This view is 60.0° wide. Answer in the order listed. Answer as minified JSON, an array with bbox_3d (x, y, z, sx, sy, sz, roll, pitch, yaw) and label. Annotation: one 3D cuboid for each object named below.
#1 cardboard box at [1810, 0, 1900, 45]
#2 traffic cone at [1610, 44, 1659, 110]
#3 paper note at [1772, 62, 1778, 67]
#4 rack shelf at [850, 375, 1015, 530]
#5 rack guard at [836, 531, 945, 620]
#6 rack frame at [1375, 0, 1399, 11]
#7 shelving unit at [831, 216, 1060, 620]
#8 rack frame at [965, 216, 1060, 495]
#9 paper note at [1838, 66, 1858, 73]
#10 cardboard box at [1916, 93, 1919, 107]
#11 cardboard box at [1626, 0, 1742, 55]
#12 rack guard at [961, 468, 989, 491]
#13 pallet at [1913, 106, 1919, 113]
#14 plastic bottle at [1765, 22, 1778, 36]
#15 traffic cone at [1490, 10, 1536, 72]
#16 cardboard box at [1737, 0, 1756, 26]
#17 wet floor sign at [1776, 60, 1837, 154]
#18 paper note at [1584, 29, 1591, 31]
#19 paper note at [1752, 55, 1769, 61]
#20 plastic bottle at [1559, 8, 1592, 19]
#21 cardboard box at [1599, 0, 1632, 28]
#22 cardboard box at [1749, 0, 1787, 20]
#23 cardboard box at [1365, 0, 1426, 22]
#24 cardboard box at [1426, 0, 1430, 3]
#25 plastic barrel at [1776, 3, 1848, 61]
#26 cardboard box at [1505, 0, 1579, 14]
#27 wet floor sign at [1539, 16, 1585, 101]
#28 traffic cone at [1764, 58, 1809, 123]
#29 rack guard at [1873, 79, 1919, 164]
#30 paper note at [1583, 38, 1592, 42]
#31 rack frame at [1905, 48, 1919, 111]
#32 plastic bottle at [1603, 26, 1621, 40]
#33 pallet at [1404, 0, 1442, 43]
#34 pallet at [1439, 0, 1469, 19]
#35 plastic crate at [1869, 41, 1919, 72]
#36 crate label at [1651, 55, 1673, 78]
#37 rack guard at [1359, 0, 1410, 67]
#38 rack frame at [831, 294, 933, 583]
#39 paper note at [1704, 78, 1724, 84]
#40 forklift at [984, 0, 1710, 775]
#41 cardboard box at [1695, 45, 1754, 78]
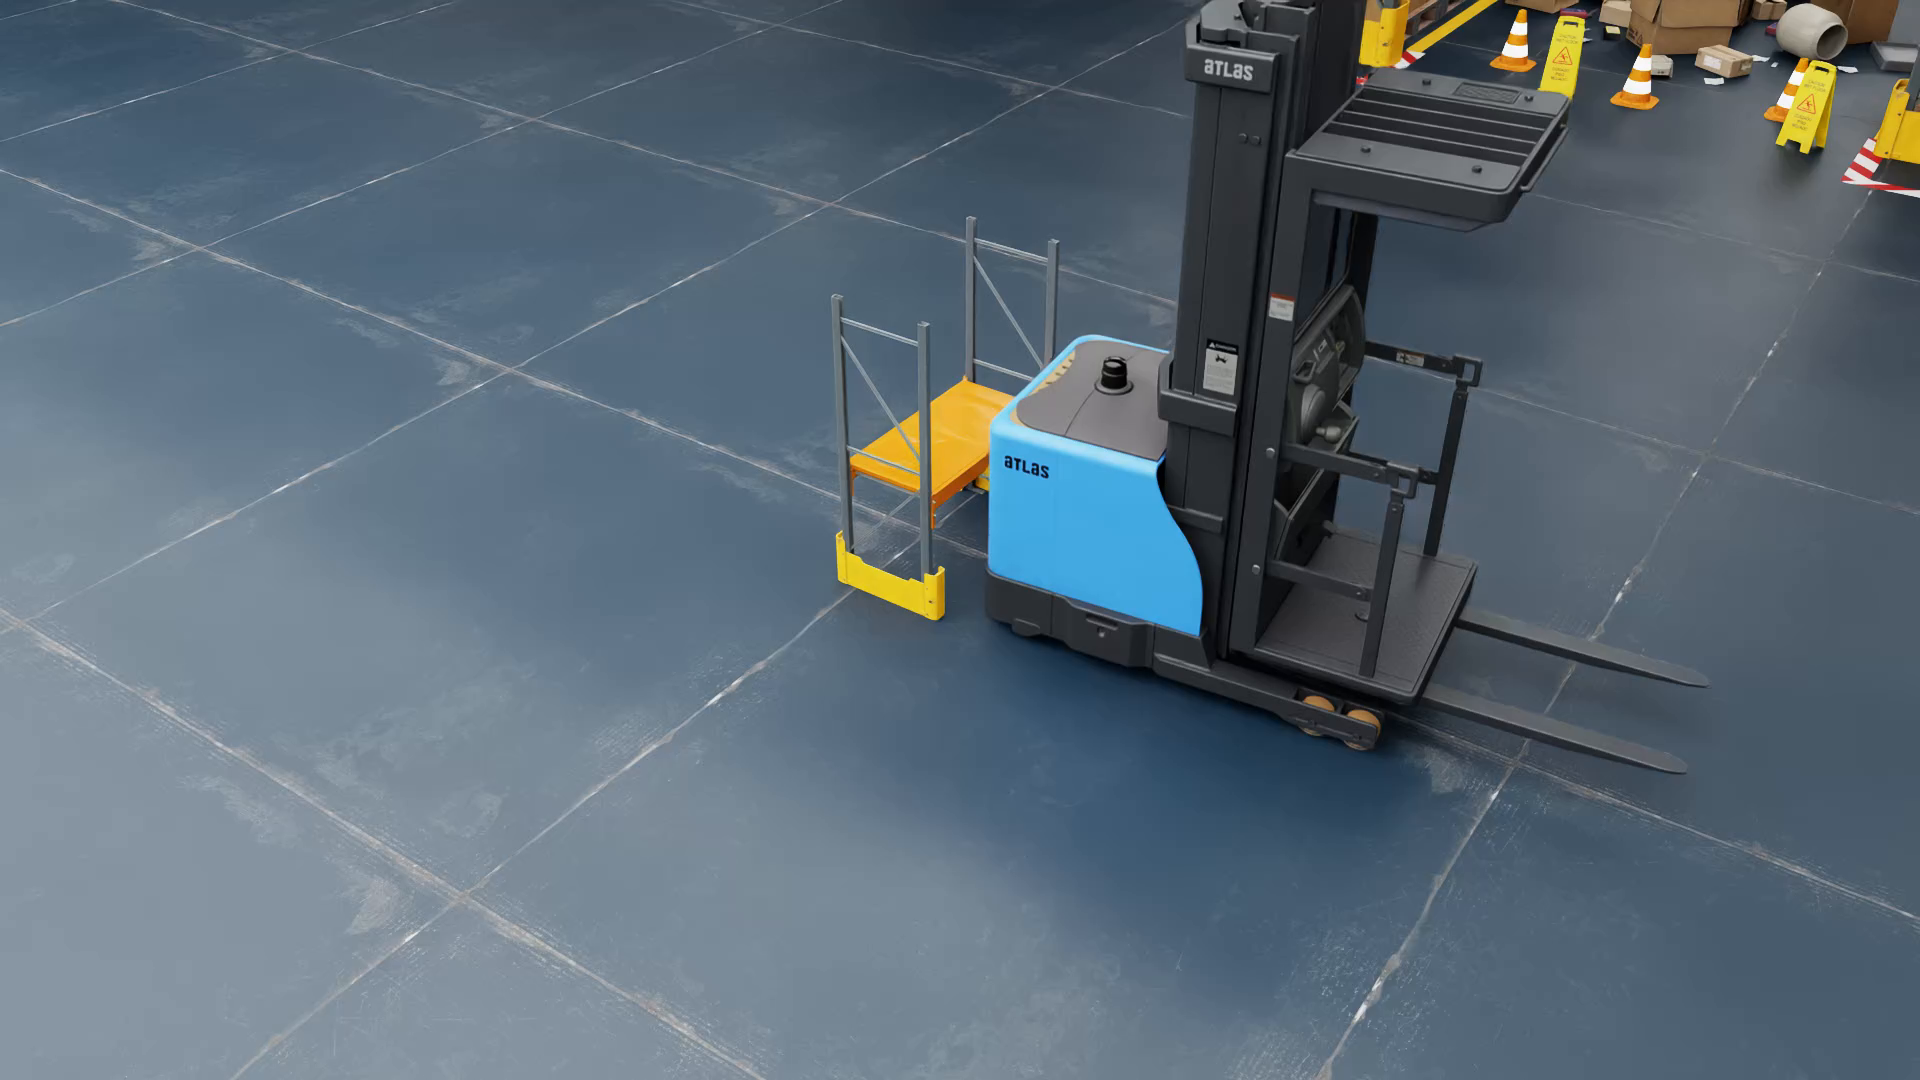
[{"bbox_3d":[7.958,-4.749,14.823,0.500,0.500,0.500,-9,35,-13],"label":"cardboard box"},{"bbox_3d":[5.486,-3.758,13.394,0.336,0.463,0.334,21,39,28],"label":"traffic cone"},{"bbox_3d":[6.995,-4.081,14.276,0.032,0.001,0.123,21,39,28],"label":"paper note"},{"bbox_3d":[-0.049,-0.433,7.873,0.538,0.185,1.000,21,39,28],"label":"rack shelf"},{"bbox_3d":[-0.327,0.161,7.789,0.587,0.250,0.087,21,39,28],"label":"rack guard"},{"bbox_3d":[3.282,-5.535,13.758,1.000,3.000,0.127,21,39,28],"label":"rack frame"},{"bbox_3d":[-0.043,-0.586,7.778,0.587,1.500,1.083,21,39,28],"label":"shelving unit"},{"bbox_3d":[0.241,-0.816,8.118,0.500,1.500,0.032,21,39,28],"label":"rack frame"},{"bbox_3d":[7.563,-4.013,14.156,0.142,0.019,0.148,8,35,12],"label":"paper note"},{"bbox_3d":[7.660,-3.505,12.834,0.500,0.250,0.500,21,39,28],"label":"cardboard box"},{"bbox_3d":[6.328,-4.584,14.579,0.797,0.503,0.637,-3,34,-4],"label":"cardboard box"},{"bbox_3d":[0.240,-0.298,8.467,0.587,0.250,0.087,21,39,28],"label":"rack guard"},{"bbox_3d":[7.942,-3.243,12.857,1.003,0.211,1.213,21,39,28],"label":"pallet"},{"bbox_3d":[7.410,-4.629,15.041,0.133,0.061,0.283,29,44,36],"label":"plastic bottle"},{"bbox_3d":[4.751,-4.275,14.159,0.336,0.463,0.334,21,39,28],"label":"traffic cone"},{"bbox_3d":[6.854,-5.073,15.181,0.797,0.637,0.503,21,39,28],"label":"cardboard box"},{"bbox_3d":[6.419,-3.280,12.524,0.232,0.644,0.267,-22,40,-29],"label":"wet floor sign"},{"bbox_3d":[5.663,-4.627,15.083,0.123,0.001,0.032,-15,37,-21],"label":"paper note"},{"bbox_3d":[6.918,-4.180,14.414,0.142,0.019,0.148,-22,40,-29],"label":"paper note"},{"bbox_3d":[5.705,-4.876,15.405,0.283,0.061,0.133,8,35,12],"label":"plastic bottle"},{"bbox_3d":[6.096,-4.864,15.206,0.396,0.266,0.258,29,44,36],"label":"cardboard box"},{"bbox_3d":[7.459,-5.020,15.436,0.258,0.266,0.396,-3,34,-4],"label":"cardboard box"},{"bbox_3d":[3.614,-5.162,14.728,0.875,0.875,0.875,21,40,28],"label":"cardboard box"},{"bbox_3d":[4.114,-5.568,15.328,0.875,0.875,0.875,21,39,27],"label":"cardboard box"},{"bbox_3d":[7.340,-4.368,14.331,0.421,0.421,0.512,-9,35,-13],"label":"plastic barrel"},{"bbox_3d":[5.521,-5.300,15.638,0.500,0.500,0.500,29,44,36],"label":"cardboard box"},{"bbox_3d":[4.892,-3.914,13.462,0.267,0.644,0.232,14,37,20],"label":"wet floor sign"},{"bbox_3d":[6.592,-3.560,13.101,0.336,0.463,0.334,21,39,28],"label":"traffic cone"},{"bbox_3d":[7.450,-3.000,12.240,1.175,0.500,0.348,21,39,28],"label":"rack guard"},{"bbox_3d":[5.547,-4.465,14.827,0.142,0.017,0.144,-22,40,-29],"label":"paper note"},{"bbox_3d":[7.406,-4.001,11.488,1.000,3.000,0.127,21,39,28],"label":"rack frame"},{"bbox_3d":[5.857,-4.568,14.950,0.133,0.061,0.283,8,35,12],"label":"plastic bottle"},{"bbox_3d":[3.674,-4.773,15.120,1.003,0.211,1.213,21,39,28],"label":"pallet"},{"bbox_3d":[4.370,-5.332,15.947,1.003,0.211,1.213,21,39,28],"label":"pallet"},{"bbox_3d":[8.118,-4.172,14.347,0.402,0.080,0.583,8,35,12],"label":"plastic crate"},{"bbox_3d":[5.883,-4.005,14.049,0.250,0.136,0.298,3,34,4],"label":"crate label"},{"bbox_3d":[3.268,-4.489,14.441,1.175,0.500,0.348,21,39,28],"label":"rack guard"},{"bbox_3d":[-0.338,-0.348,7.426,0.500,1.500,0.032,21,39,28],"label":"rack frame"},{"bbox_3d":[6.310,-3.842,13.904,0.148,0.019,0.142,8,35,12],"label":"paper note"},{"bbox_3d":[1.658,-0.678,6.637,3.031,2.935,1.130,17,37,23],"label":"forklift"},{"bbox_3d":[6.494,-4.068,14.133,0.250,0.149,0.380,-15,37,-21],"label":"cardboard box"}]
